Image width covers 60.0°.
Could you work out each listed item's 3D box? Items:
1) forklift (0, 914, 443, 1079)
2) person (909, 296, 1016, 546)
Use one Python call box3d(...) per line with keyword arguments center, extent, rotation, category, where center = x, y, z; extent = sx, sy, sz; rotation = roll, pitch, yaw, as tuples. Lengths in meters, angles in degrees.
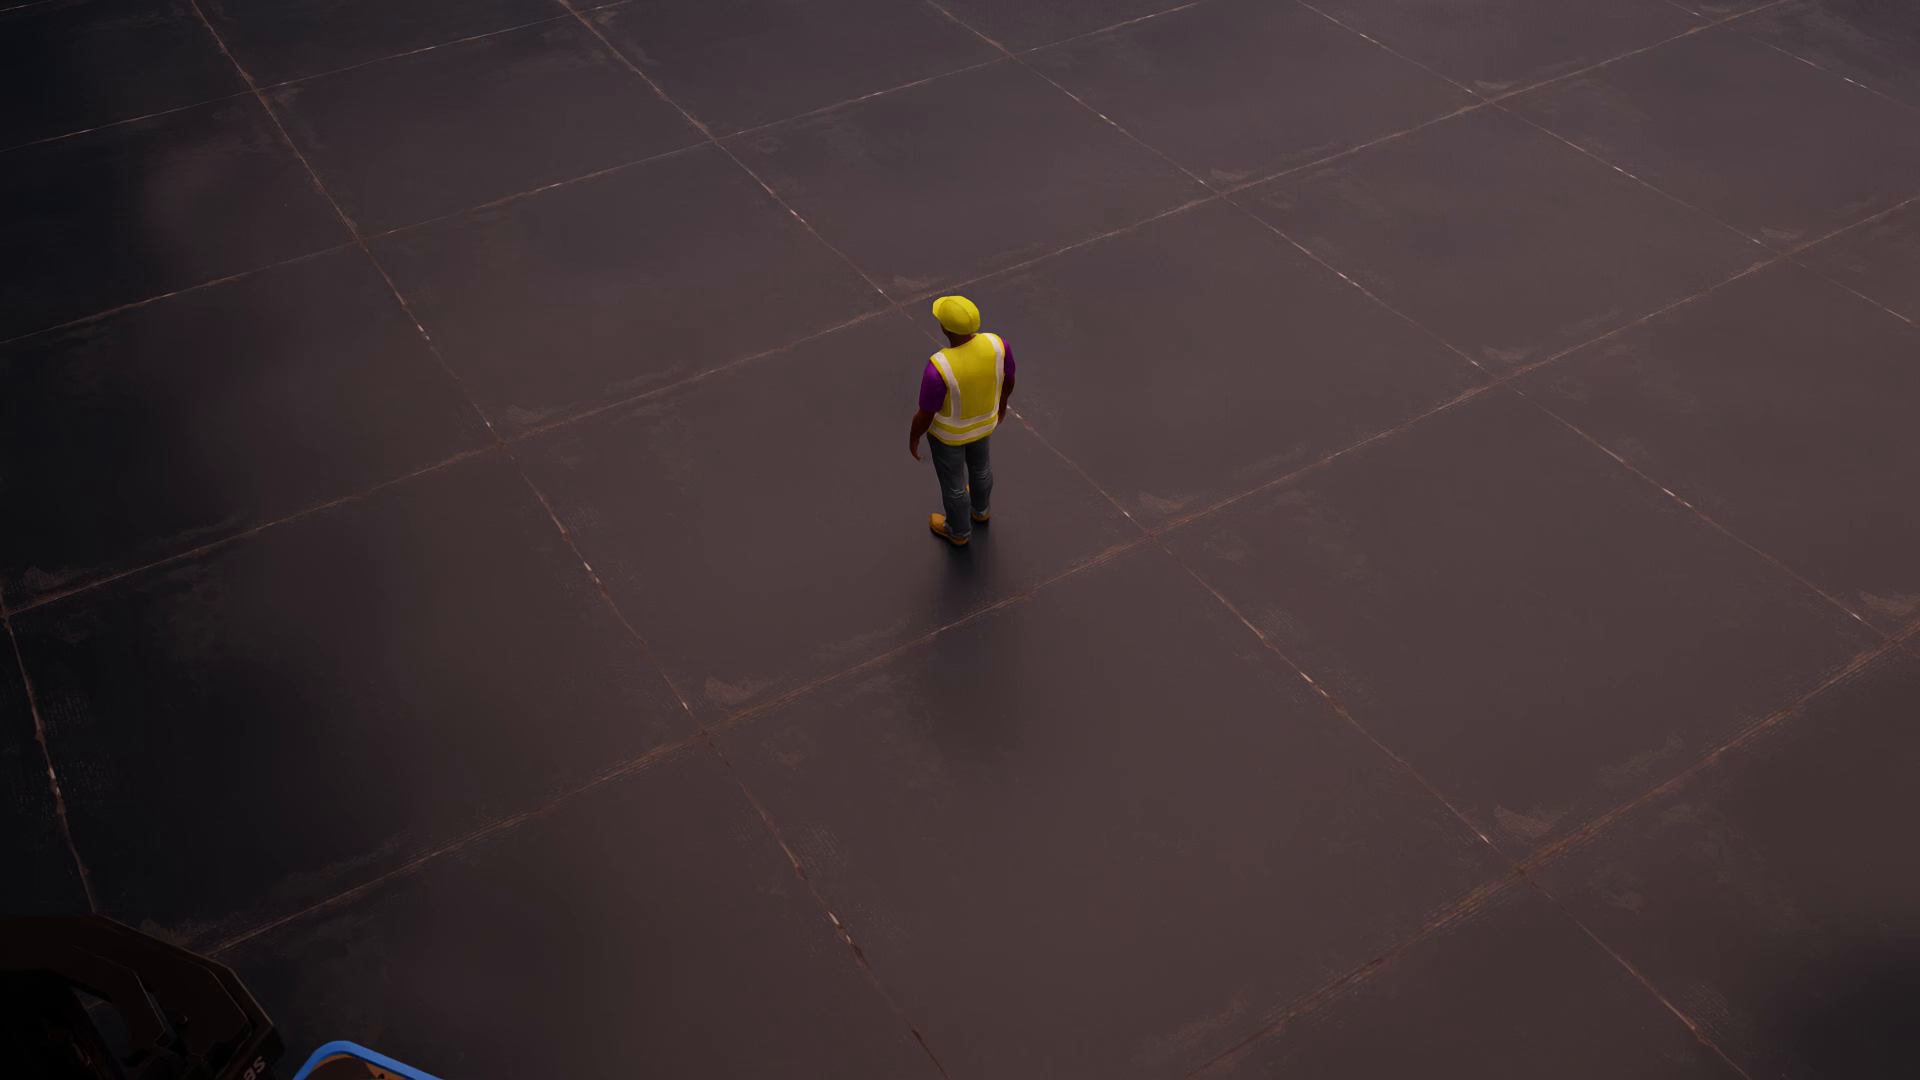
box3d(center=(-2.516, 2.604, 4.891), extent=(1.130, 2.935, 3.031), rotation=(15, 43, 17), category="forklift")
box3d(center=(-0.032, -0.709, 9.561), extent=(0.665, 1.759, 0.577), rotation=(-23, 46, -24), category="person")
